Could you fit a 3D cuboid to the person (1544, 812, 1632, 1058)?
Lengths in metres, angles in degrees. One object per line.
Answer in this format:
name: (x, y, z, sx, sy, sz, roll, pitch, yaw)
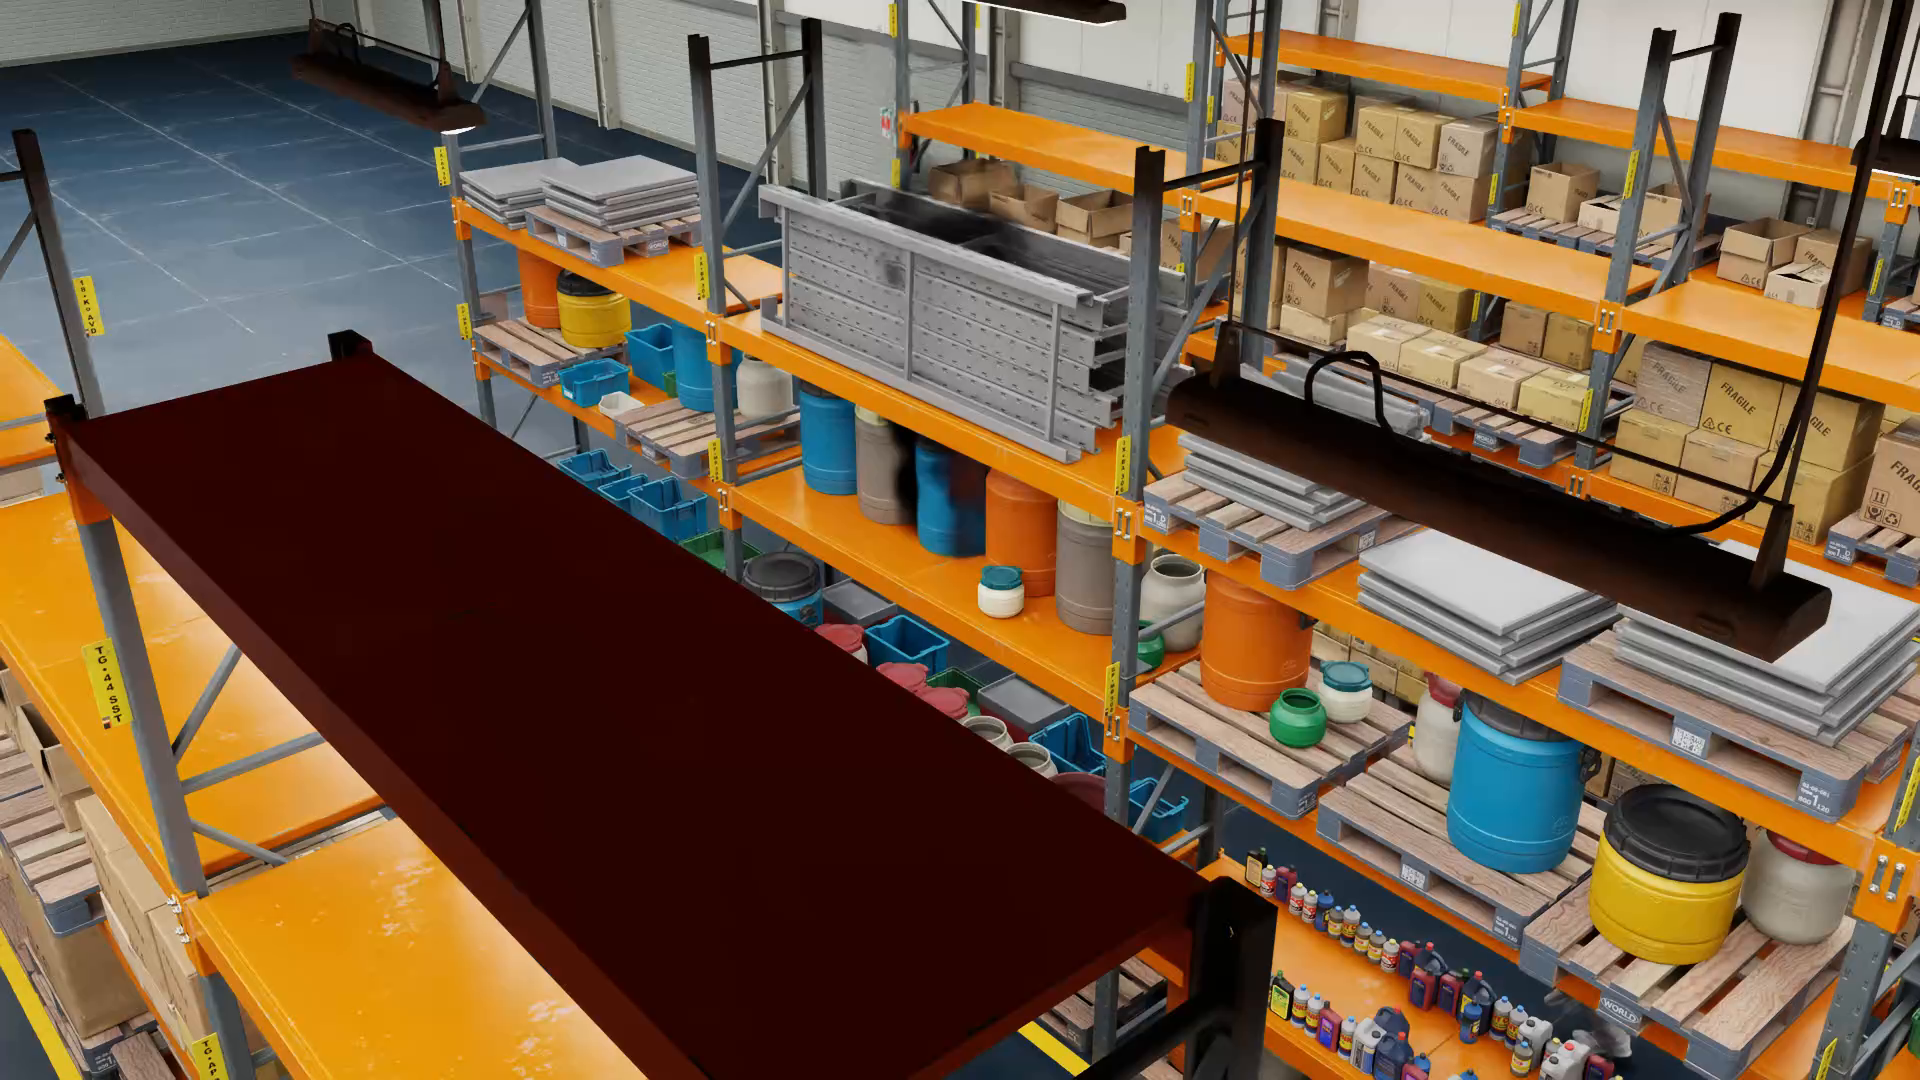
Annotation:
person: (4.023, 2.481, 10.680, 0.890, 1.752, 0.666, 19, 33, 33)
